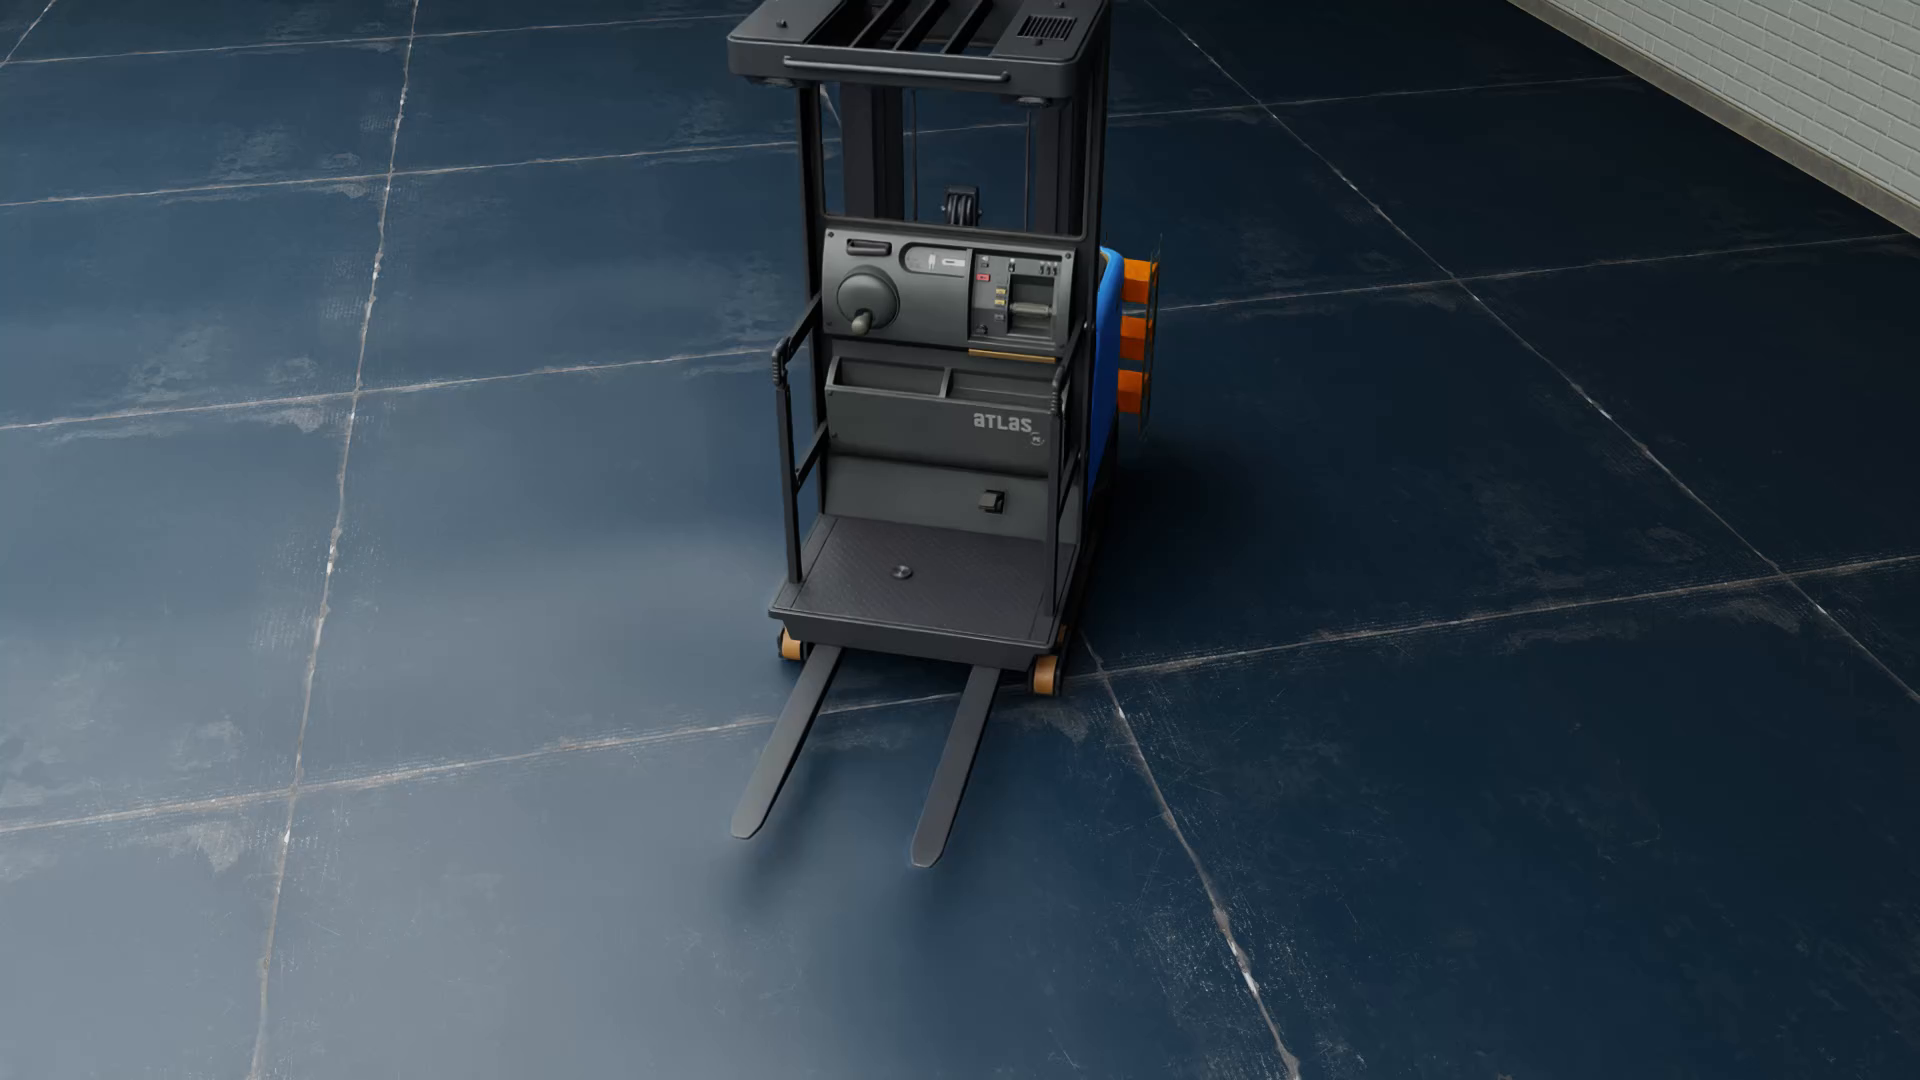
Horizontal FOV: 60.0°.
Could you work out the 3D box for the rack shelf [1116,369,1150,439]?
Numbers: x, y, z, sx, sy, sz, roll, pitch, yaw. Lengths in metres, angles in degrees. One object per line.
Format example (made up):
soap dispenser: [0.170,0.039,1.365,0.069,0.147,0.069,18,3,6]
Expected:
rack shelf: [0.750,-0.653,7.799,0.240,0.259,0.215,10,35,15]

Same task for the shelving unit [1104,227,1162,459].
shelving unit: [0.750,-0.893,7.638,0.252,1.050,0.215,10,35,15]

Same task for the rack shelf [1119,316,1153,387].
rack shelf: [0.750,-0.884,7.644,0.240,0.259,0.215,10,35,15]

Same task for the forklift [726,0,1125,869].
forklift: [-0.093,-0.852,5.889,1.130,2.935,3.031,7,35,10]

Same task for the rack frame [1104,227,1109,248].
rack frame: [0.634,-0.913,7.669,0.008,1.050,0.200,10,35,15]

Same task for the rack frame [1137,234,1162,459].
rack frame: [0.866,-0.872,7.607,0.008,1.050,0.200,10,35,15]

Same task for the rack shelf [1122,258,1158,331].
rack shelf: [0.750,-1.119,7.486,0.240,0.259,0.215,10,35,15]
